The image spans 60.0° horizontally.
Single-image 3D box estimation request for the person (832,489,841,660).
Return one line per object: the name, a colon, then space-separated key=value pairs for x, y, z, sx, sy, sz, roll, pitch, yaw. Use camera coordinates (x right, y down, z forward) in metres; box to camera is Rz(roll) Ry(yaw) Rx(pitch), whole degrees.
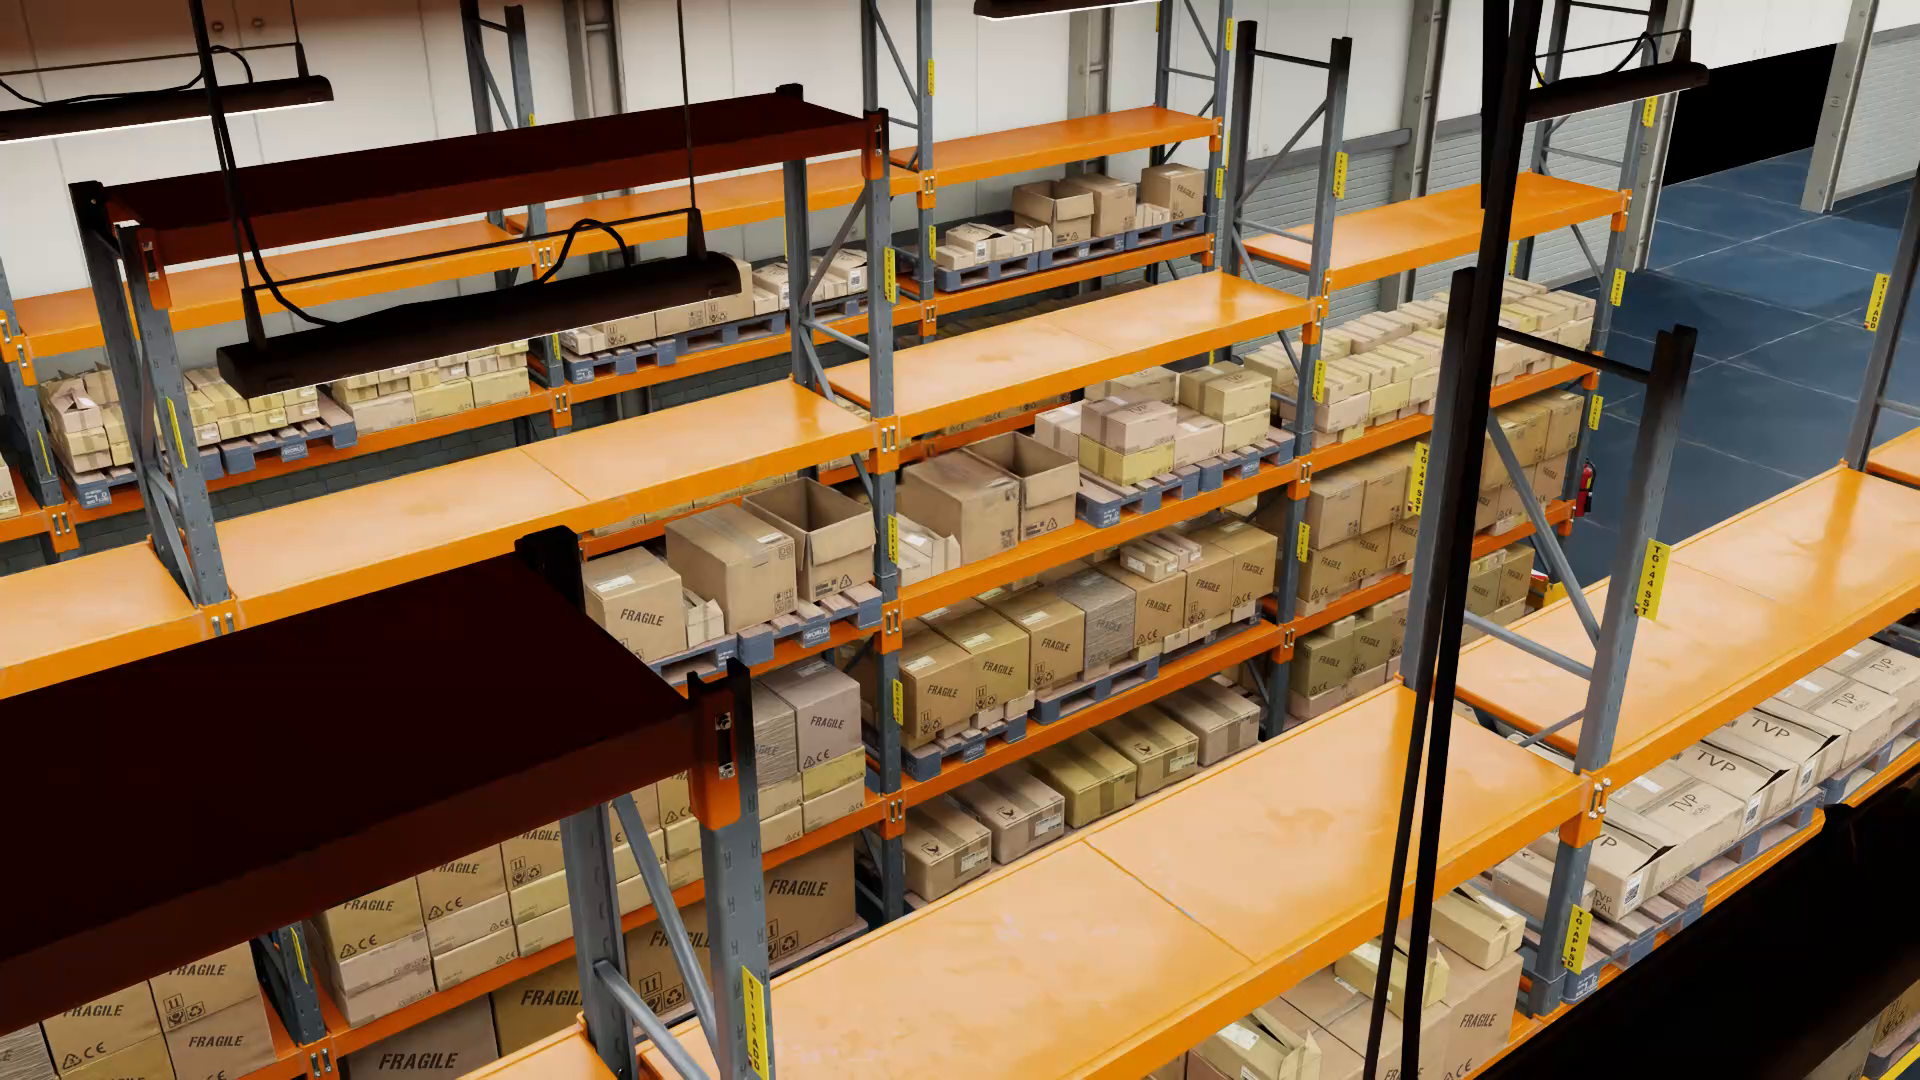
person: x=-1.187 y=0.254 z=15.715 sx=0.481 sy=1.717 sz=0.525 roll=18 pitch=31 yaw=32
